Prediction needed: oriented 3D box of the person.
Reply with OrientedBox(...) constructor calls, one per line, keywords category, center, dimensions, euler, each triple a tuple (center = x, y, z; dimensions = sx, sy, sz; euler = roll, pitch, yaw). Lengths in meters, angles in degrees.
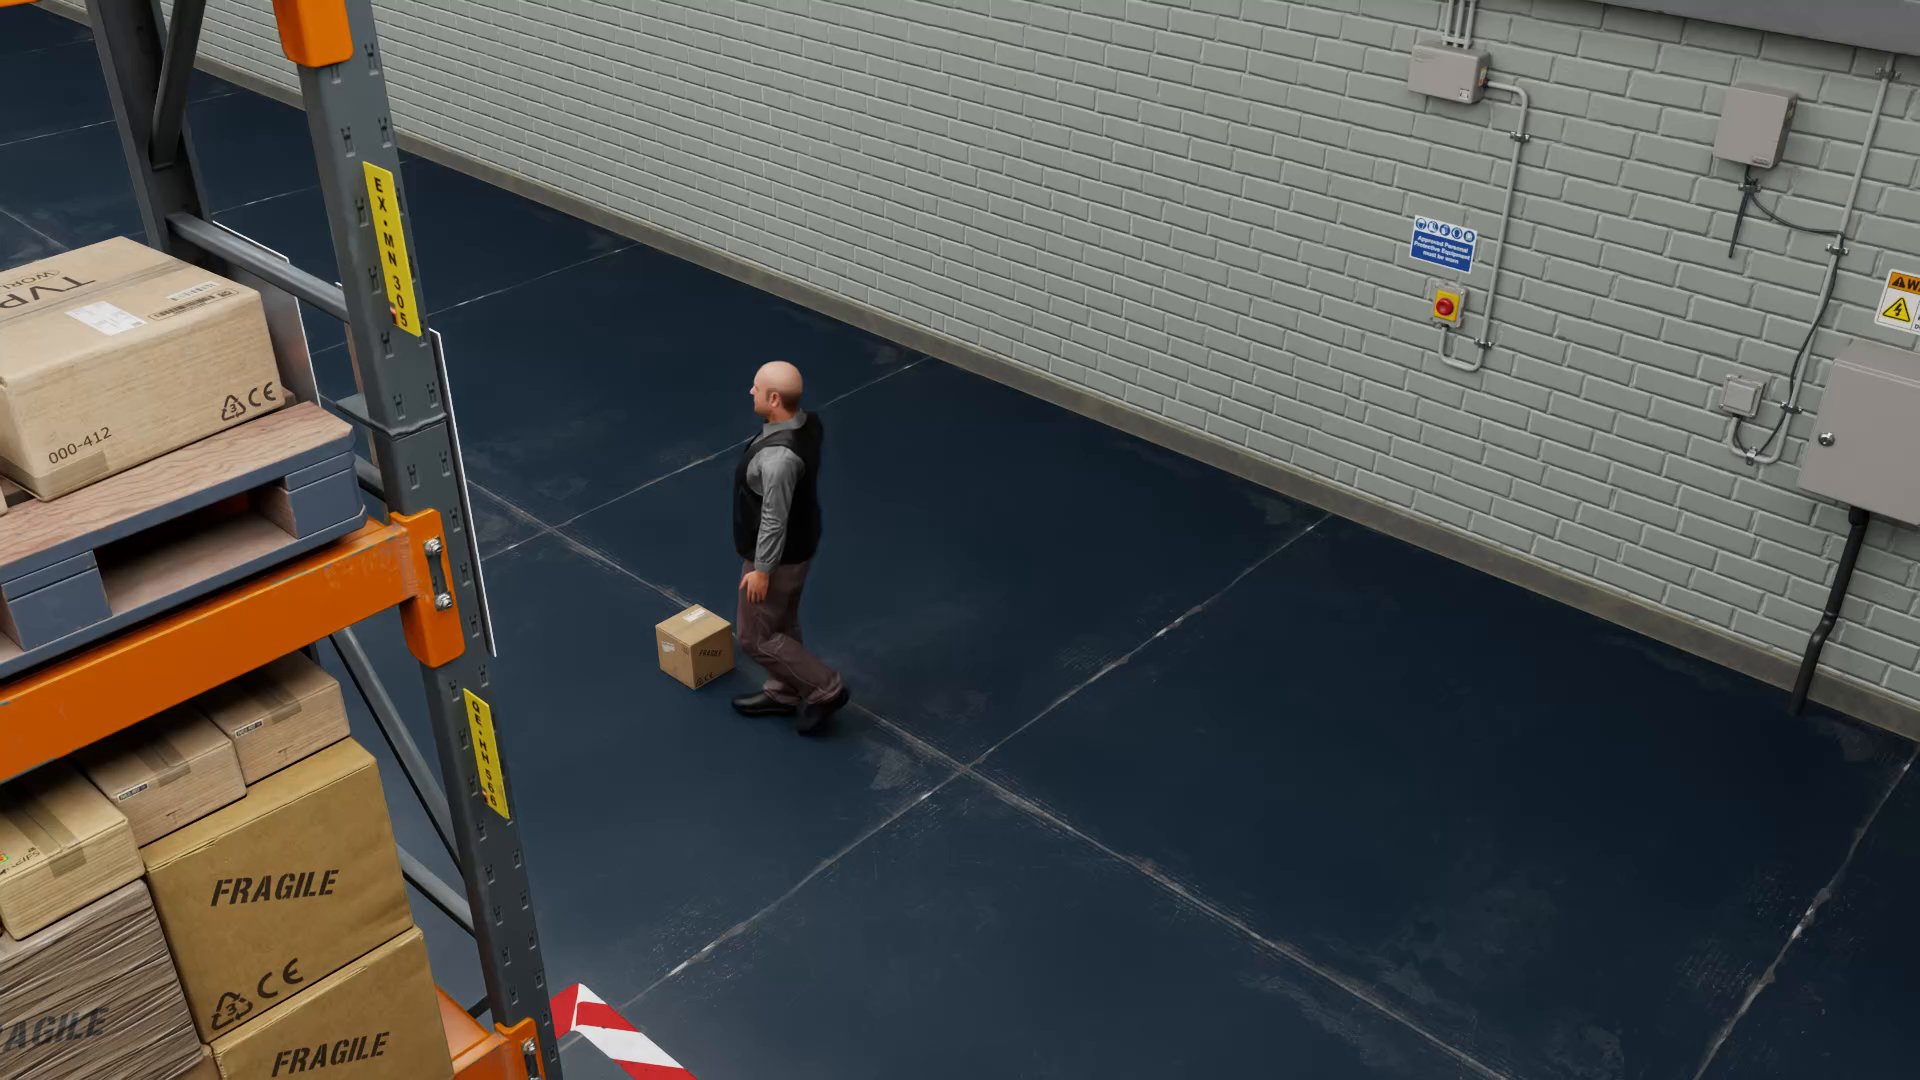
OrientedBox(category="person", center=(-0.755, 0.046, 7.072), dimensions=(0.562, 1.723, 0.571), euler=(3, 31, 6))
